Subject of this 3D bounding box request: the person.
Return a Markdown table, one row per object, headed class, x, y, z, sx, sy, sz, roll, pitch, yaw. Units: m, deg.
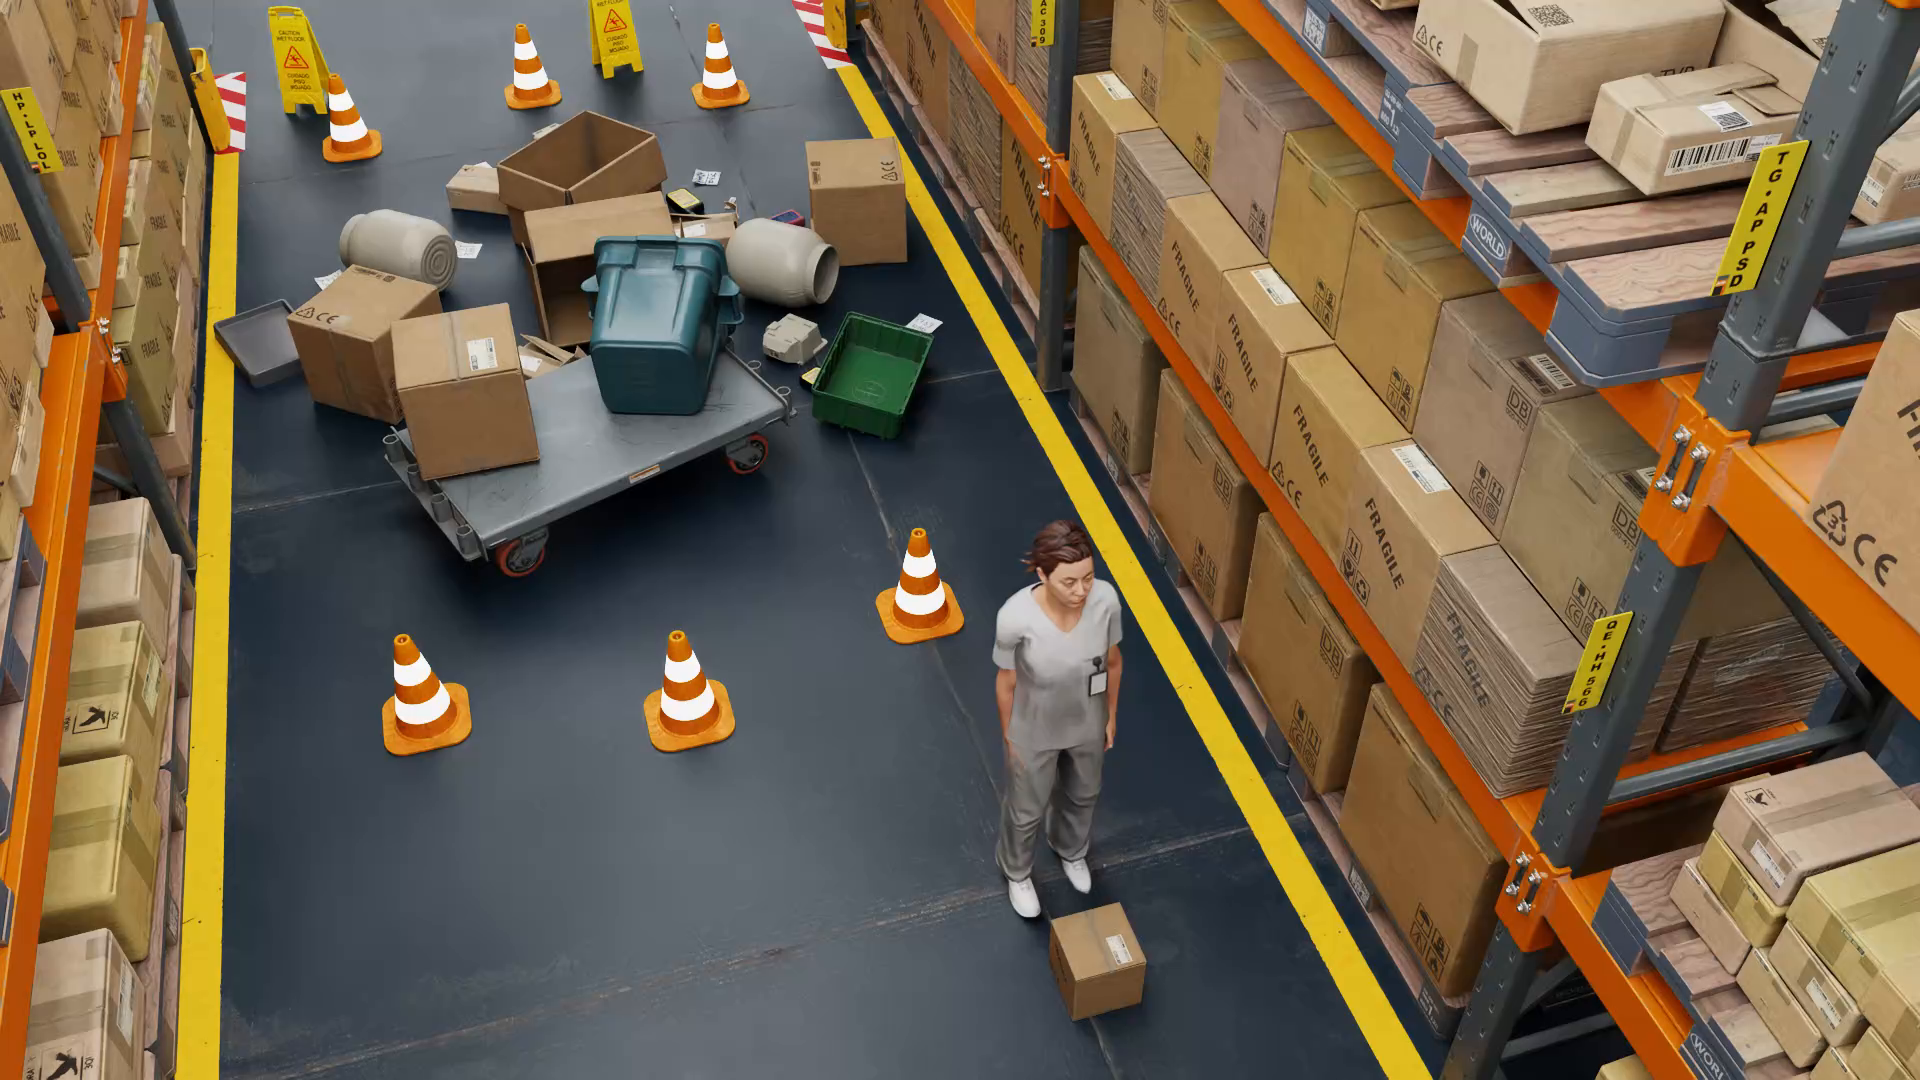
| class | x | y | z | sx | sy | sz | roll | pitch | yaw |
| --- | --- | --- | --- | --- | --- | --- | --- | --- | --- |
| person | 0.320 | 0.615 | 5.521 | 0.436 | 1.703 | 0.373 | -11 | 44 | -12 |
